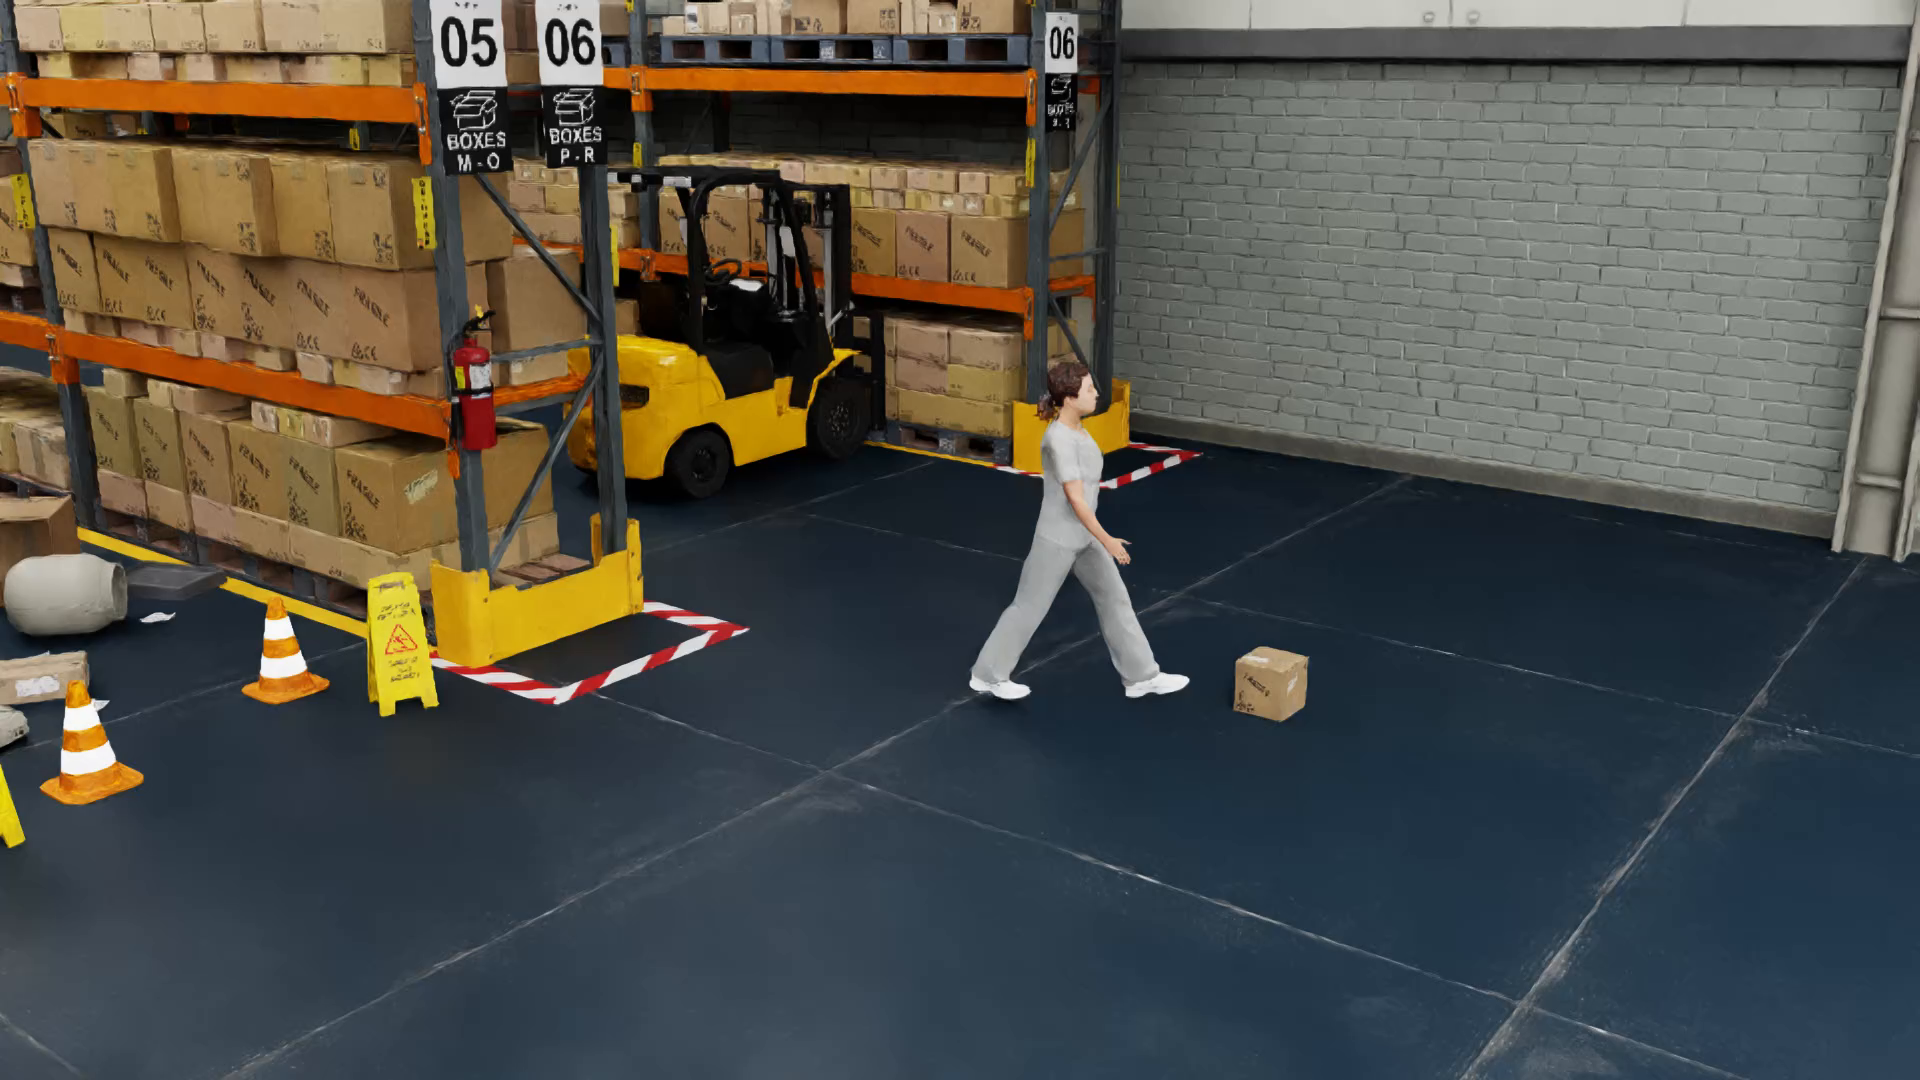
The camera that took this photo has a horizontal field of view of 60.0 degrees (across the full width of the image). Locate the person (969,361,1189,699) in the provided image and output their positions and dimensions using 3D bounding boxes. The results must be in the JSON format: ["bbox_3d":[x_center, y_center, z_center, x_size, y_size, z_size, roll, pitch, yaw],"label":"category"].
[{"bbox_3d":[0.551,-0.022,7.626,1.018,1.609,0.474,5,17,15],"label":"person"}]
